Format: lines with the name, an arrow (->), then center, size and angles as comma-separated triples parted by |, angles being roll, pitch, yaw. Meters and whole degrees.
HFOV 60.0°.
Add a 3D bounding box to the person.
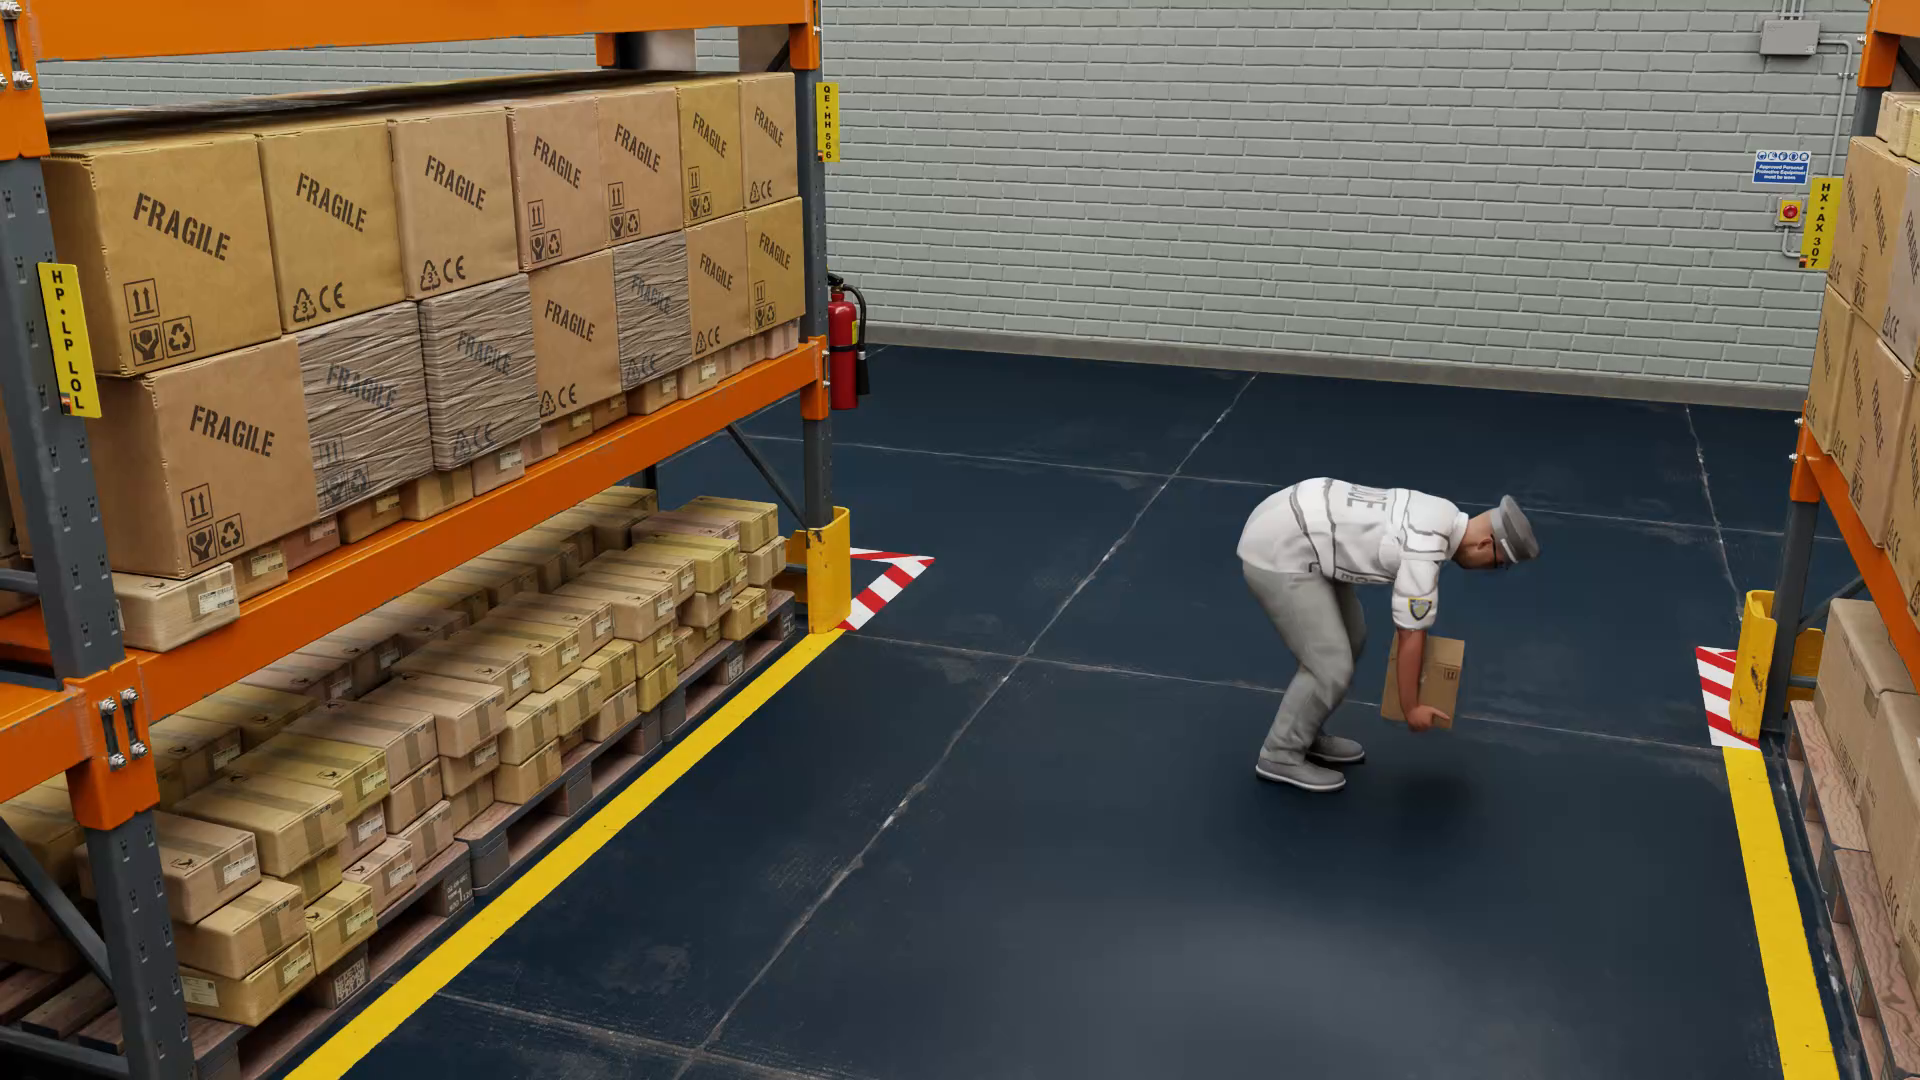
person -> 1.516, 0.350, 6.017 | 1.045, 1.113, 0.490 | 6, 19, 16
